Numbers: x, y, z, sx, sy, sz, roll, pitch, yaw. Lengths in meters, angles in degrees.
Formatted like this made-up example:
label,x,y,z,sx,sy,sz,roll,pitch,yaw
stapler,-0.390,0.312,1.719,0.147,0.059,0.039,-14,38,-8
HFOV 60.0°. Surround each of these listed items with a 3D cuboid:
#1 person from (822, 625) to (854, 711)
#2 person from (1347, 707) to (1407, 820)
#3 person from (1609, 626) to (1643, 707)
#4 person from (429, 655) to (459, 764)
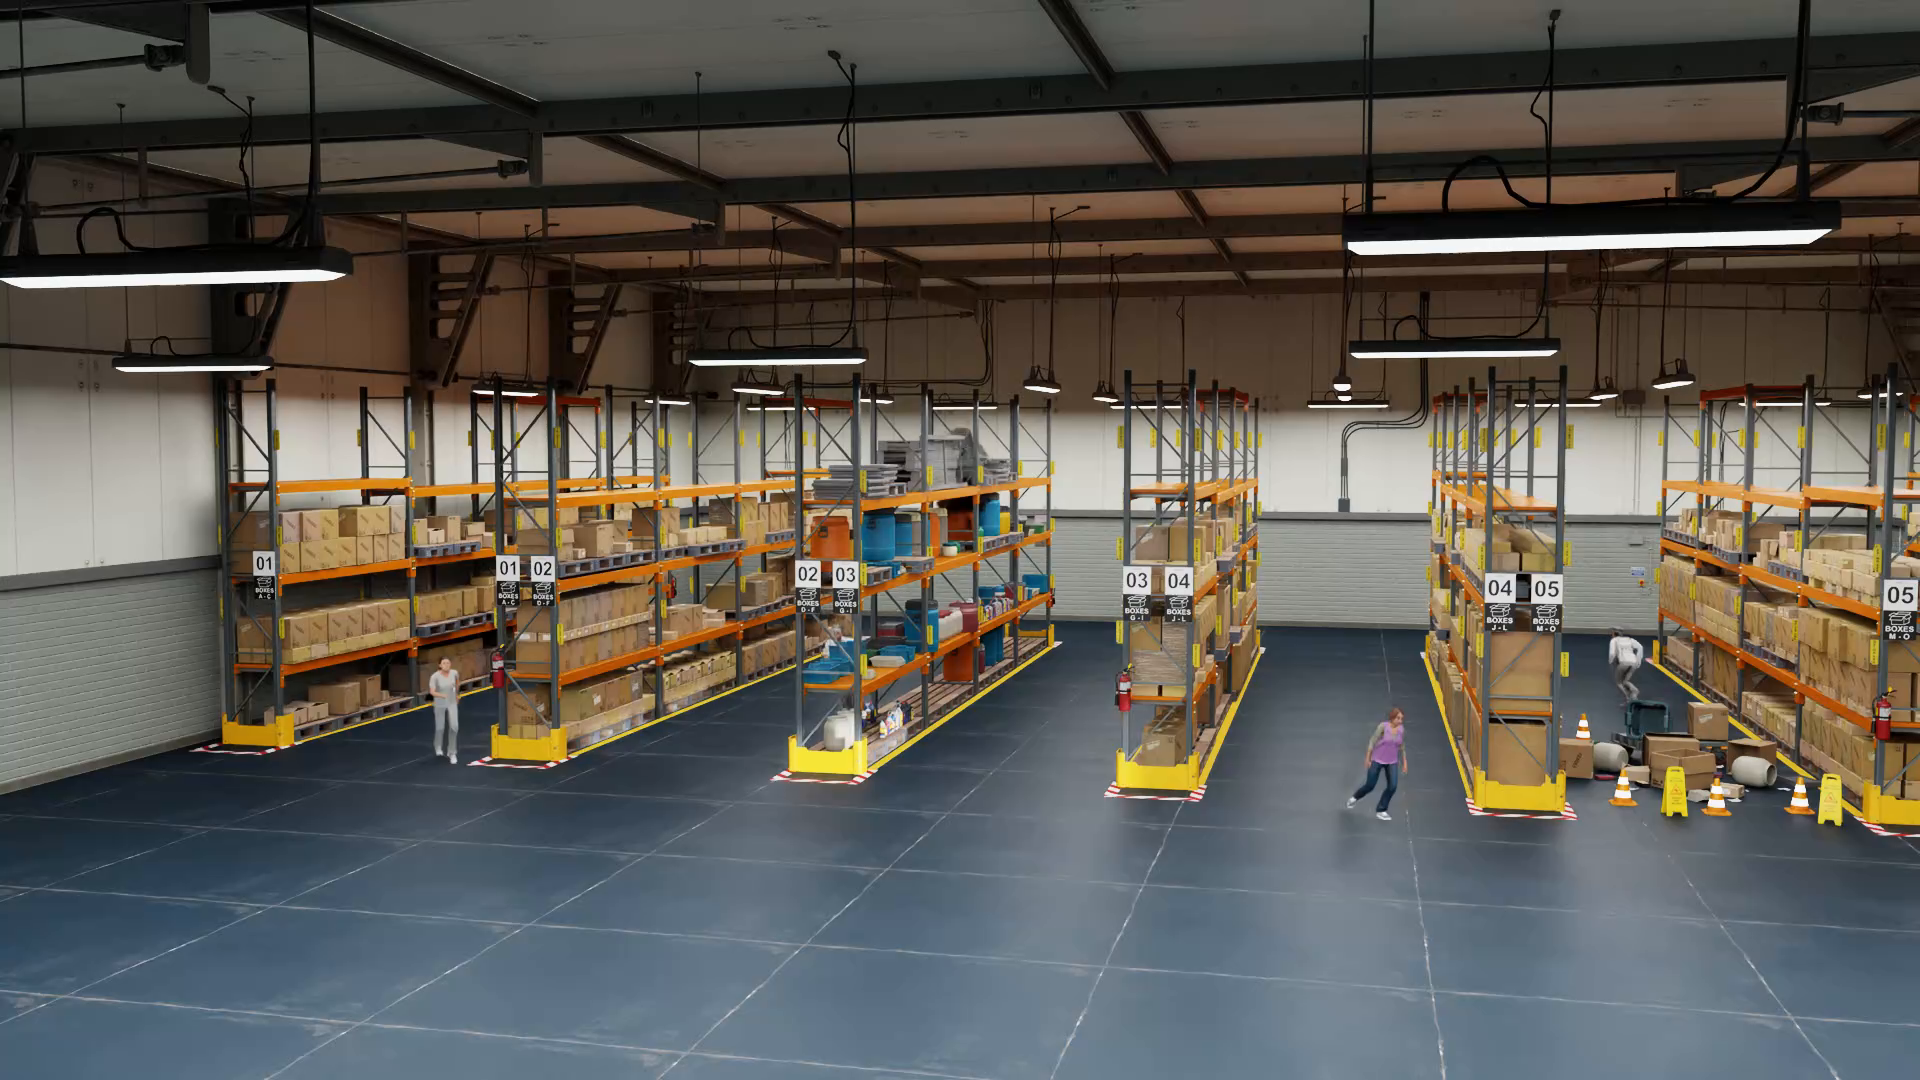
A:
label,x,y,z,sx,sy,sz,roll,pitch,yaw
person,-2.129,2.363,30.042,0.671,1.708,0.974,1,4,13
person,5.534,2.926,21.949,0.666,1.500,0.683,-1,3,-10
person,12.573,2.395,31.339,0.638,1.488,0.829,0,3,-8
person,-8.014,2.625,25.874,0.505,1.698,1.002,-2,4,-30
